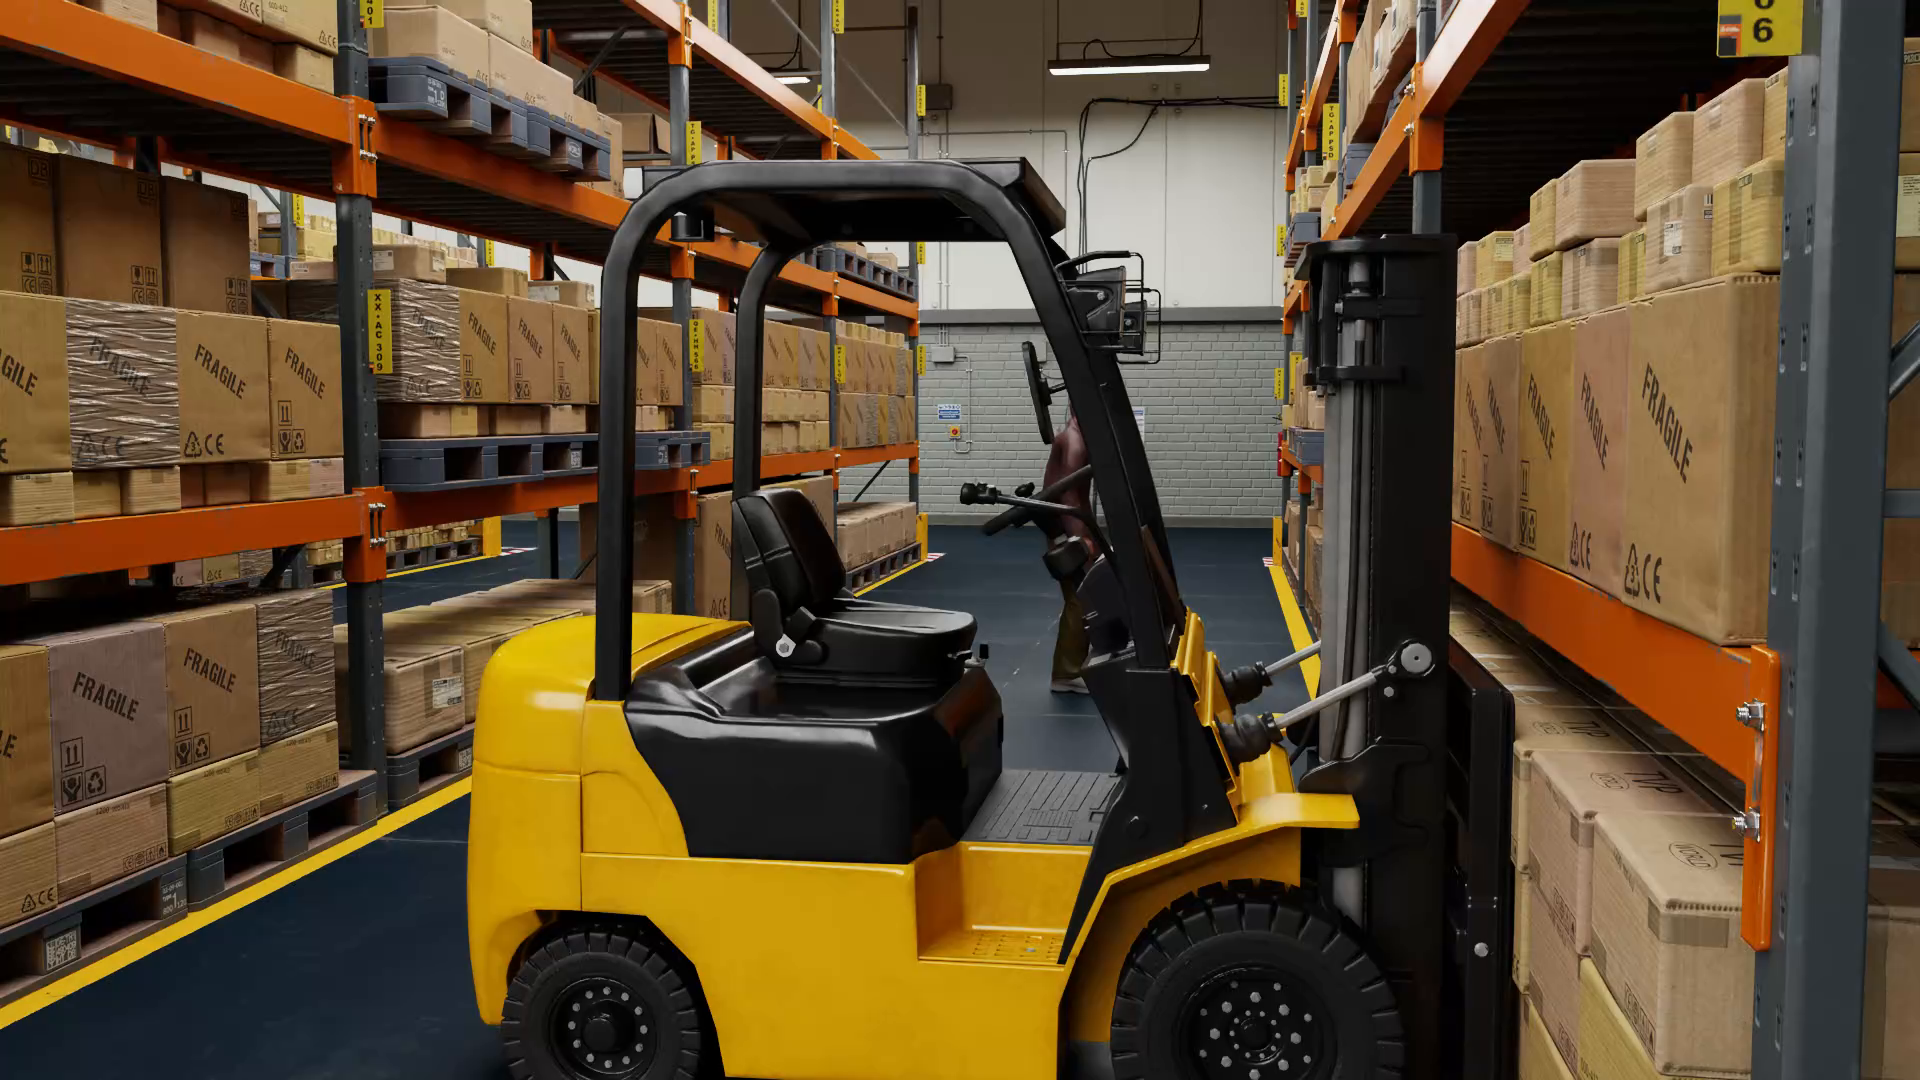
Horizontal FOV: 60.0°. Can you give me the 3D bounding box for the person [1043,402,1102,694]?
[{"bbox_3d":[0.695,-0.014,9.779,0.429,1.772,0.647,0,4,5],"label":"person"}]
